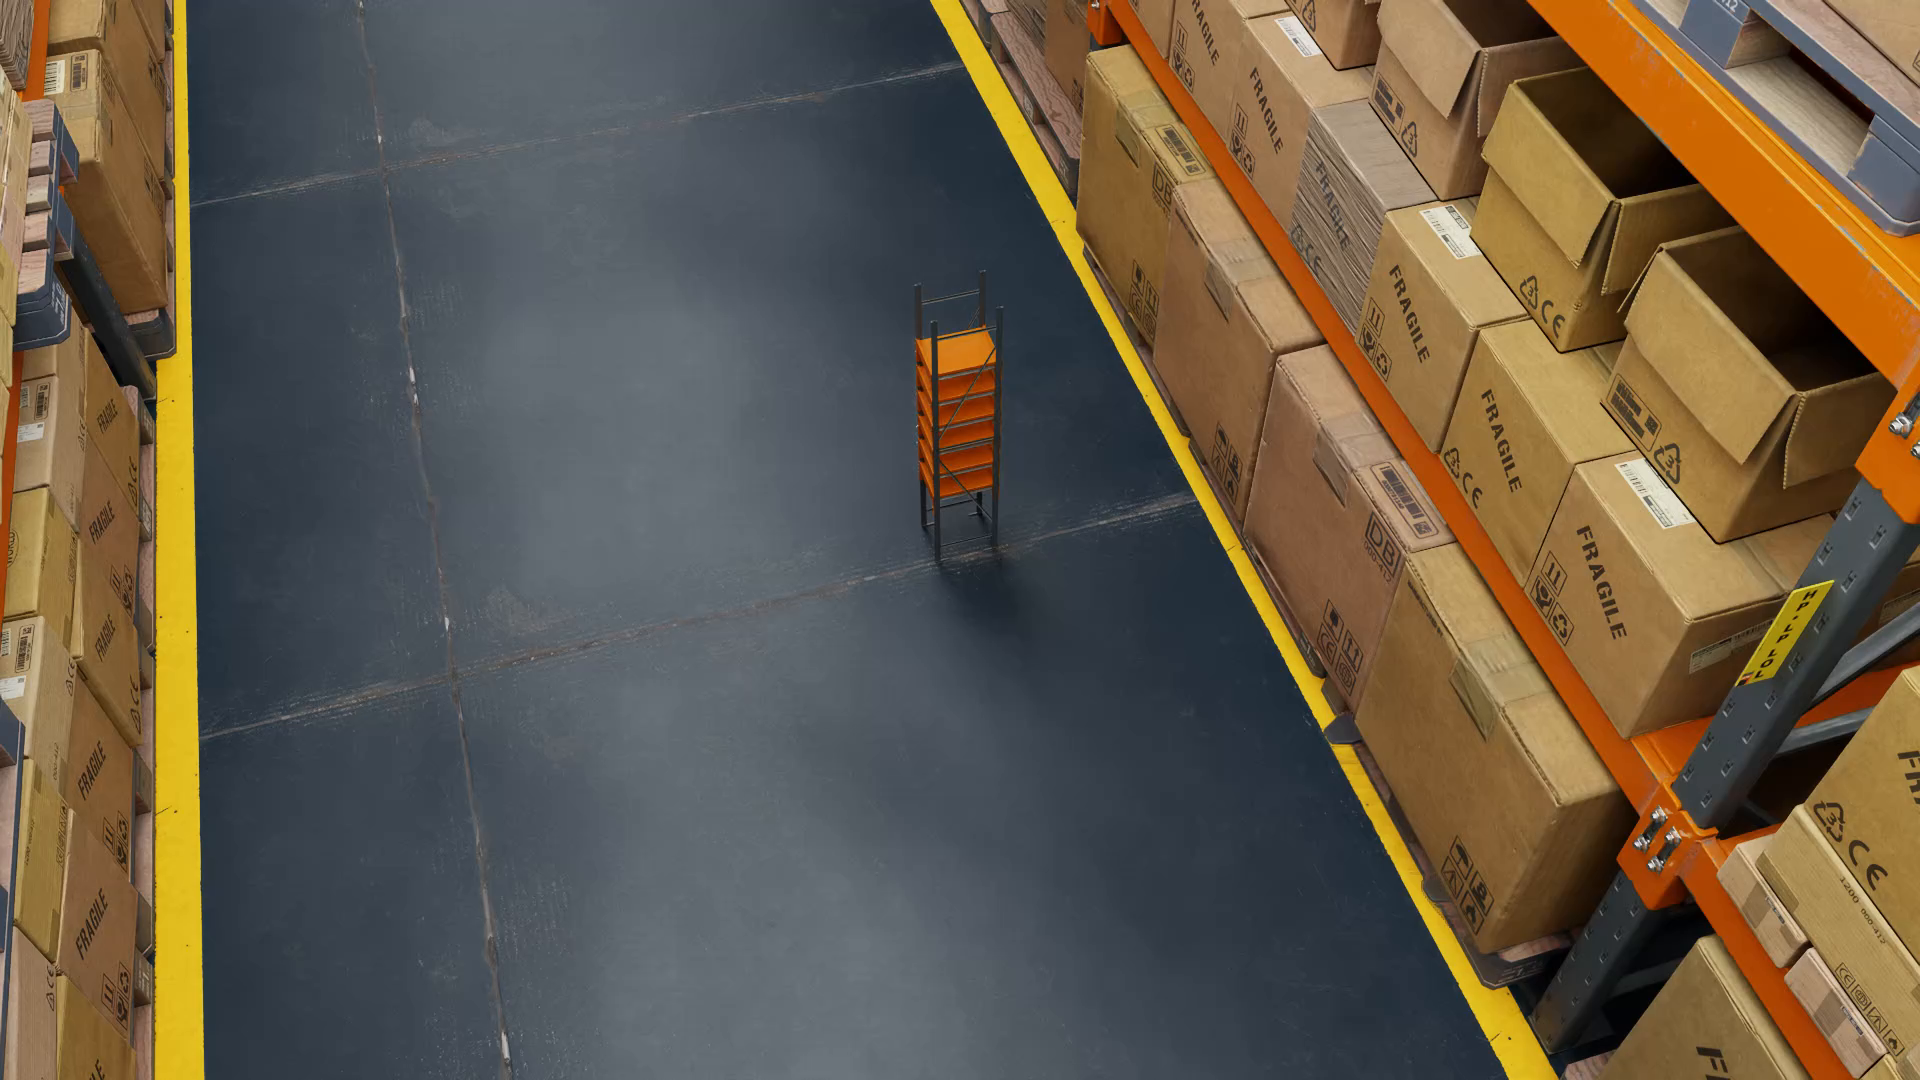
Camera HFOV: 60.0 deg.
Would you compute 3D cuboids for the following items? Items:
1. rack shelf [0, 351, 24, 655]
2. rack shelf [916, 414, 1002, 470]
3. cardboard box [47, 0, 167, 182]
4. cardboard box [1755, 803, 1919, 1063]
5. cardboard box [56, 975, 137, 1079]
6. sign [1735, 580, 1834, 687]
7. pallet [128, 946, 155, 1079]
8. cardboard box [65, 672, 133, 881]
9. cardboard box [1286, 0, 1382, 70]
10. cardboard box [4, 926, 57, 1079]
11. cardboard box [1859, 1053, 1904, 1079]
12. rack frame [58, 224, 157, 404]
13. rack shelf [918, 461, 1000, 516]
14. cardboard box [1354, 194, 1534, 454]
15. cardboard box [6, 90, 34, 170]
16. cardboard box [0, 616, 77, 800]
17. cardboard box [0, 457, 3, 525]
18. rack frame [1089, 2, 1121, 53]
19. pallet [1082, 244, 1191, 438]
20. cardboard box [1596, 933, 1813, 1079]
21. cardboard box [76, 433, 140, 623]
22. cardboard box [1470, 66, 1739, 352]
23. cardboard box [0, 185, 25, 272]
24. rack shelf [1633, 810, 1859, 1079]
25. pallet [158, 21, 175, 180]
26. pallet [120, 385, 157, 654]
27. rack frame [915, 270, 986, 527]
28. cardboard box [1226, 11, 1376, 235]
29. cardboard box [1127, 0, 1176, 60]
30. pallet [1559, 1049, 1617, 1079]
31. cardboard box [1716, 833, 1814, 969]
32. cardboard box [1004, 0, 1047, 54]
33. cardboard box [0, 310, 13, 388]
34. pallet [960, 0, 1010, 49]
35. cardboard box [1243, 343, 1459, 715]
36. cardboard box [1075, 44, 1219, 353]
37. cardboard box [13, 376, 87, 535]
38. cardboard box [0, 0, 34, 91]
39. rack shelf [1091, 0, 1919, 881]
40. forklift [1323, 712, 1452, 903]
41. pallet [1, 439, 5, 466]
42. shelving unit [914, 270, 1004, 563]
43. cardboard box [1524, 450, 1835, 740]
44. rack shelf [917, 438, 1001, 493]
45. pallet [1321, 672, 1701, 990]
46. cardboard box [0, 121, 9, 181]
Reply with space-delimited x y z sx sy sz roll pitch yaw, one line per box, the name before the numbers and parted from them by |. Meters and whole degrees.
rack shelf | -3.150 0.232 4.563 1.077 0.370 4.000 -13 51 -11
rack shelf | -0.004 -0.369 5.834 0.258 0.103 0.180 -13 51 -11
cardboard box | -4.097 -1.974 7.149 1.050 0.750 0.750 -13 51 -10
cardboard box | 2.098 0.768 3.544 0.500 0.250 0.500 -14 51 -12
cardboard box | -2.524 1.532 4.357 0.500 0.500 0.500 -12 51 -10
sign | 1.694 0.195 3.418 0.100 0.325 0.005 -13 51 -11
pallet | -2.790 1.792 4.602 1.003 0.211 1.213 -13 51 -11
cardboard box | -2.850 0.766 5.003 0.500 0.500 0.500 -13 51 -10
cardboard box | 1.417 -1.849 5.126 0.797 0.503 0.637 -12 51 -10
cardboard box | -2.525 1.290 4.070 0.500 0.250 0.500 -15 52 -13
cardboard box | 2.135 1.170 3.466 0.380 0.149 0.250 -12 51 -10
rack frame | -3.741 -1.460 5.519 1.000 3.000 0.127 -13 51 -11
rack shelf | -0.004 -0.214 6.018 0.258 0.103 0.180 -13 51 -11
cardboard box | 1.509 -0.642 4.764 0.500 0.500 0.500 -14 51 -11
cardboard box | -3.156 -1.258 5.239 0.380 0.149 0.250 -13 51 -10
cardboard box | -2.831 0.528 4.712 0.500 0.250 0.500 -12 51 -10
cardboard box | -2.698 -0.122 4.281 0.380 0.149 0.250 -15 52 -13
rack frame | 1.027 -2.508 6.402 1.000 3.000 0.127 -13 51 -11
pallet | 1.188 -1.016 6.969 1.003 0.211 1.213 -13 51 -11
cardboard box | 2.328 1.463 4.170 0.875 0.875 0.875 -13 51 -11
cardboard box | -3.147 0.011 5.639 0.500 0.500 0.500 -11 51 -10
cardboard box | 1.821 -0.911 4.334 0.797 0.503 0.637 -13 51 -11
cardboard box | -3.008 -0.889 4.927 0.380 0.149 0.250 -13 51 -10
rack shelf | 2.801 2.106 2.983 1.077 0.370 4.000 -13 51 -11
pallet | -4.260 -2.044 7.835 1.003 0.211 1.213 -13 51 -11
pallet | -3.512 0.009 6.104 1.003 0.211 1.213 -13 51 -11
rack frame | -0.031 -0.464 5.857 0.240 1.200 0.006 -13 51 -11
cardboard box | 1.220 -1.374 5.381 0.500 0.500 0.500 -14 51 -12
cardboard box | 0.910 -2.124 6.013 0.500 0.500 0.500 -12 51 -10
pallet | 2.360 1.885 4.523 1.003 0.211 1.213 -13 51 -11
cardboard box | 1.979 0.786 3.790 0.380 0.149 0.250 -13 51 -11
cardboard box | 0.633 -2.731 7.938 0.700 0.500 0.500 -17 52 -14
cardboard box | -2.857 -0.510 4.608 0.380 0.149 0.250 -15 52 -13
pallet | 0.440 -3.070 8.700 1.003 0.211 1.213 -13 51 -11
cardboard box | 1.736 -0.153 5.532 1.225 0.875 0.875 -15 51 -12
cardboard box | 1.211 -1.450 6.625 1.225 0.875 0.875 -15 52 -13
cardboard box | -3.129 -0.225 5.348 0.500 0.250 0.500 -13 51 -10
cardboard box | -3.616 -1.882 5.809 0.500 0.500 0.500 -13 51 -11
rack shelf | 1.618 -0.815 5.446 1.077 0.370 4.000 -13 51 -11
forklift | 2.717 -0.366 4.641 3.031 2.935 1.130 -17 52 -14
pallet | -3.117 0.038 4.382 1.003 0.211 1.213 -13 51 -11
shelving unit | -0.004 -0.397 5.800 0.258 1.200 0.189 -13 51 -11
cardboard box | 1.810 0.101 4.137 0.500 0.500 0.500 -13 51 -11
rack shelf | -0.004 -0.291 5.926 0.258 0.103 0.180 -13 51 -11
pallet | 1.909 0.766 5.466 1.003 0.211 1.213 -13 51 -11
cardboard box | -3.080 -1.158 4.960 0.380 0.149 0.250 -12 51 -10
